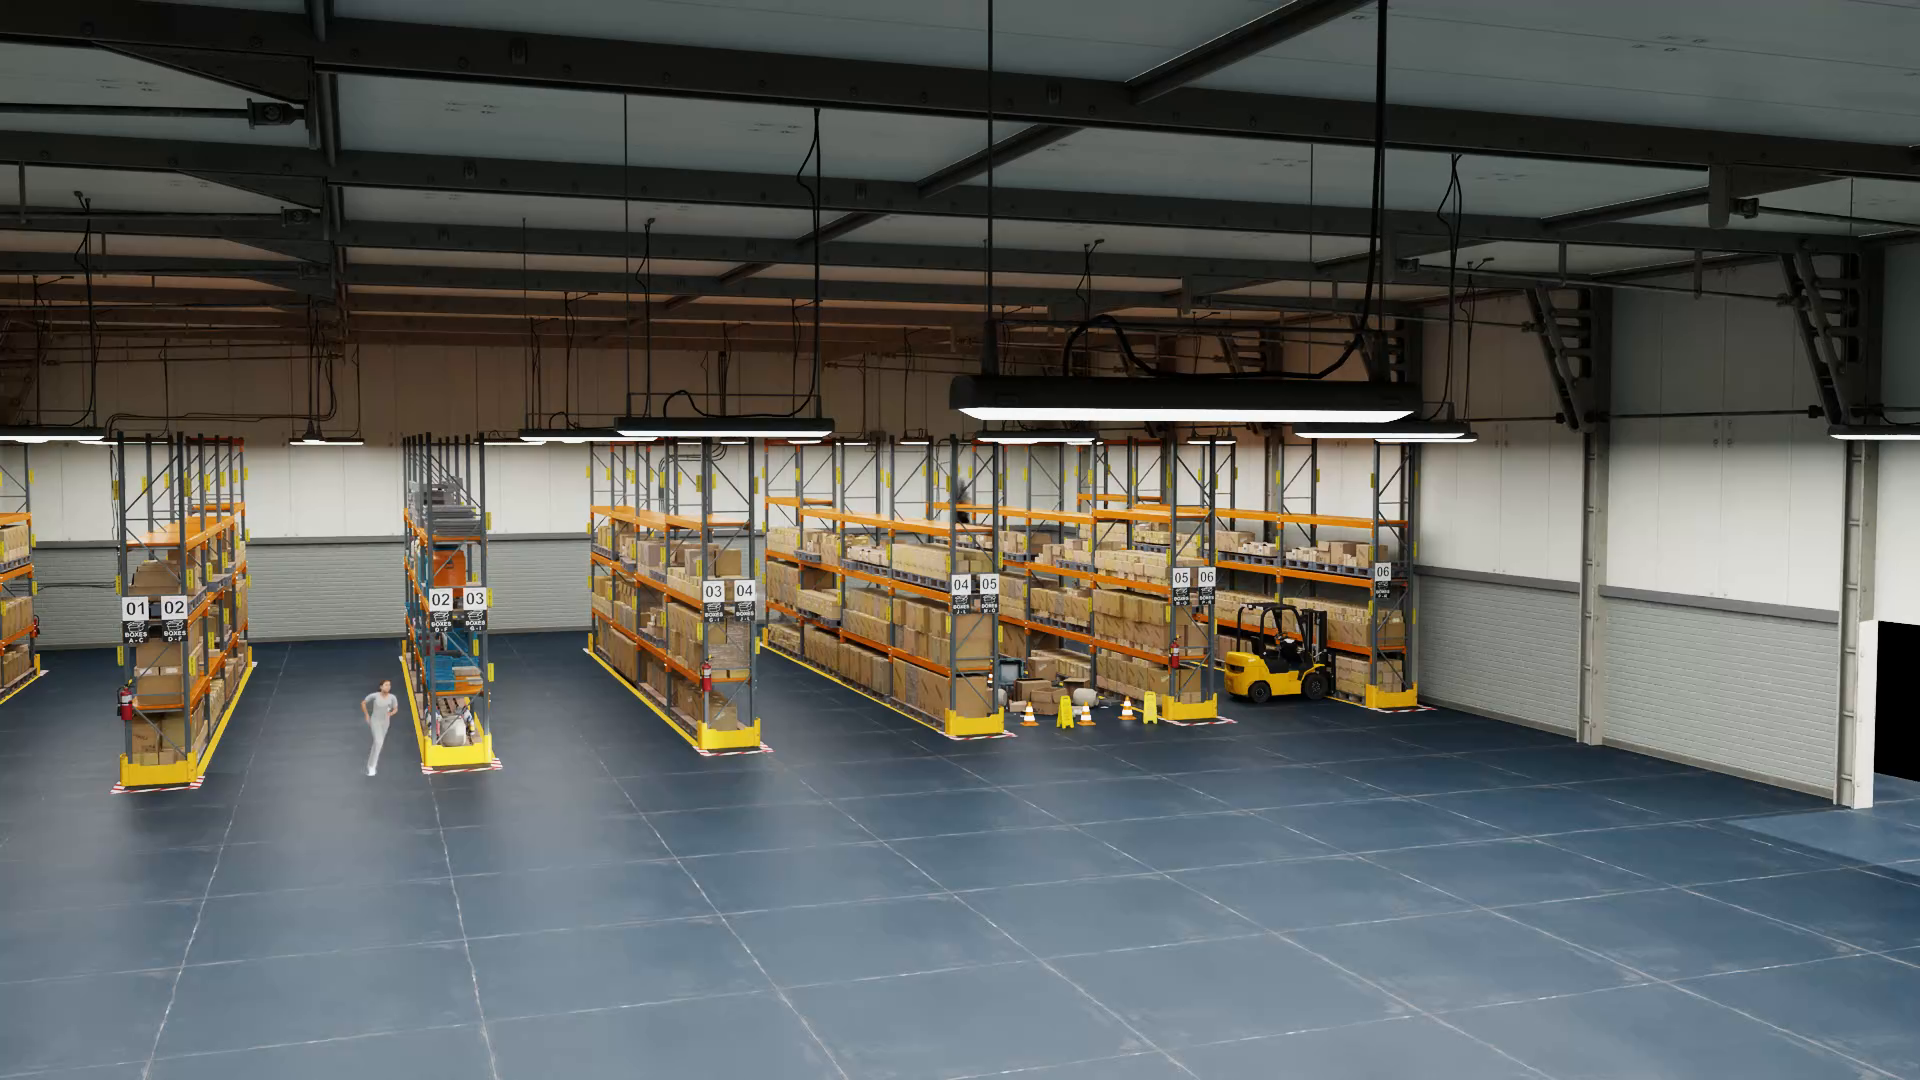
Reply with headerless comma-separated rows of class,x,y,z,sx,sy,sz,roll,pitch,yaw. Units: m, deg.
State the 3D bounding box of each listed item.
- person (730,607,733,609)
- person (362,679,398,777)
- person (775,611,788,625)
person,-6.934,2.213,48.018,0.815,1.745,0.740,0,3,9
person,-10.227,3.280,29.329,0.587,1.680,0.691,-3,4,-41
person,-5.289,2.212,49.747,0.488,1.543,0.608,1,3,15
